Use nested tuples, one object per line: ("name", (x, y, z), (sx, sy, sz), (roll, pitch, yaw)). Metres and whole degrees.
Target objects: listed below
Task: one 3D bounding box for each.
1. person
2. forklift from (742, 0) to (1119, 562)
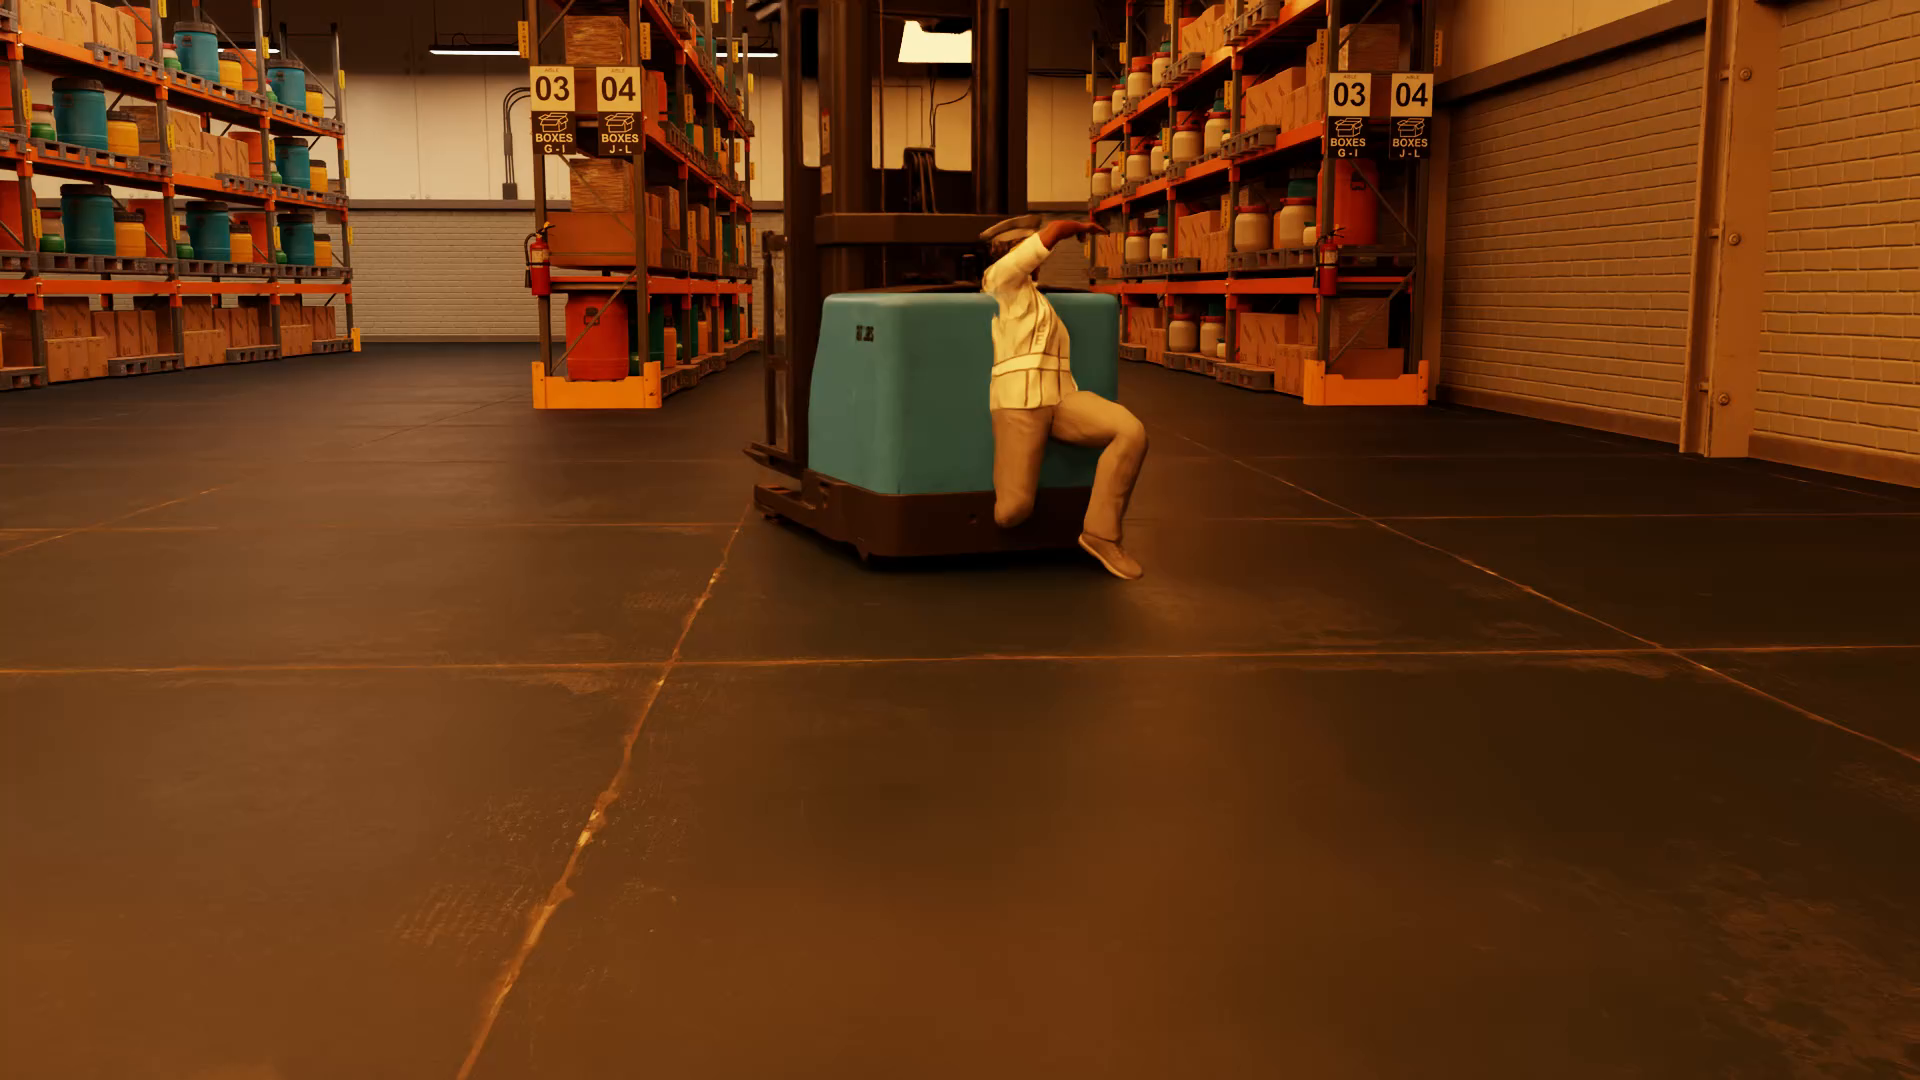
("person", (0.496, -0.591, 6.669), (0.882, 1.398, 0.965), (7, 11, 40))
("forklift", (-0.347, -1.542, 7.719), (1.130, 2.935, 3.031), (-3, 9, -21))
